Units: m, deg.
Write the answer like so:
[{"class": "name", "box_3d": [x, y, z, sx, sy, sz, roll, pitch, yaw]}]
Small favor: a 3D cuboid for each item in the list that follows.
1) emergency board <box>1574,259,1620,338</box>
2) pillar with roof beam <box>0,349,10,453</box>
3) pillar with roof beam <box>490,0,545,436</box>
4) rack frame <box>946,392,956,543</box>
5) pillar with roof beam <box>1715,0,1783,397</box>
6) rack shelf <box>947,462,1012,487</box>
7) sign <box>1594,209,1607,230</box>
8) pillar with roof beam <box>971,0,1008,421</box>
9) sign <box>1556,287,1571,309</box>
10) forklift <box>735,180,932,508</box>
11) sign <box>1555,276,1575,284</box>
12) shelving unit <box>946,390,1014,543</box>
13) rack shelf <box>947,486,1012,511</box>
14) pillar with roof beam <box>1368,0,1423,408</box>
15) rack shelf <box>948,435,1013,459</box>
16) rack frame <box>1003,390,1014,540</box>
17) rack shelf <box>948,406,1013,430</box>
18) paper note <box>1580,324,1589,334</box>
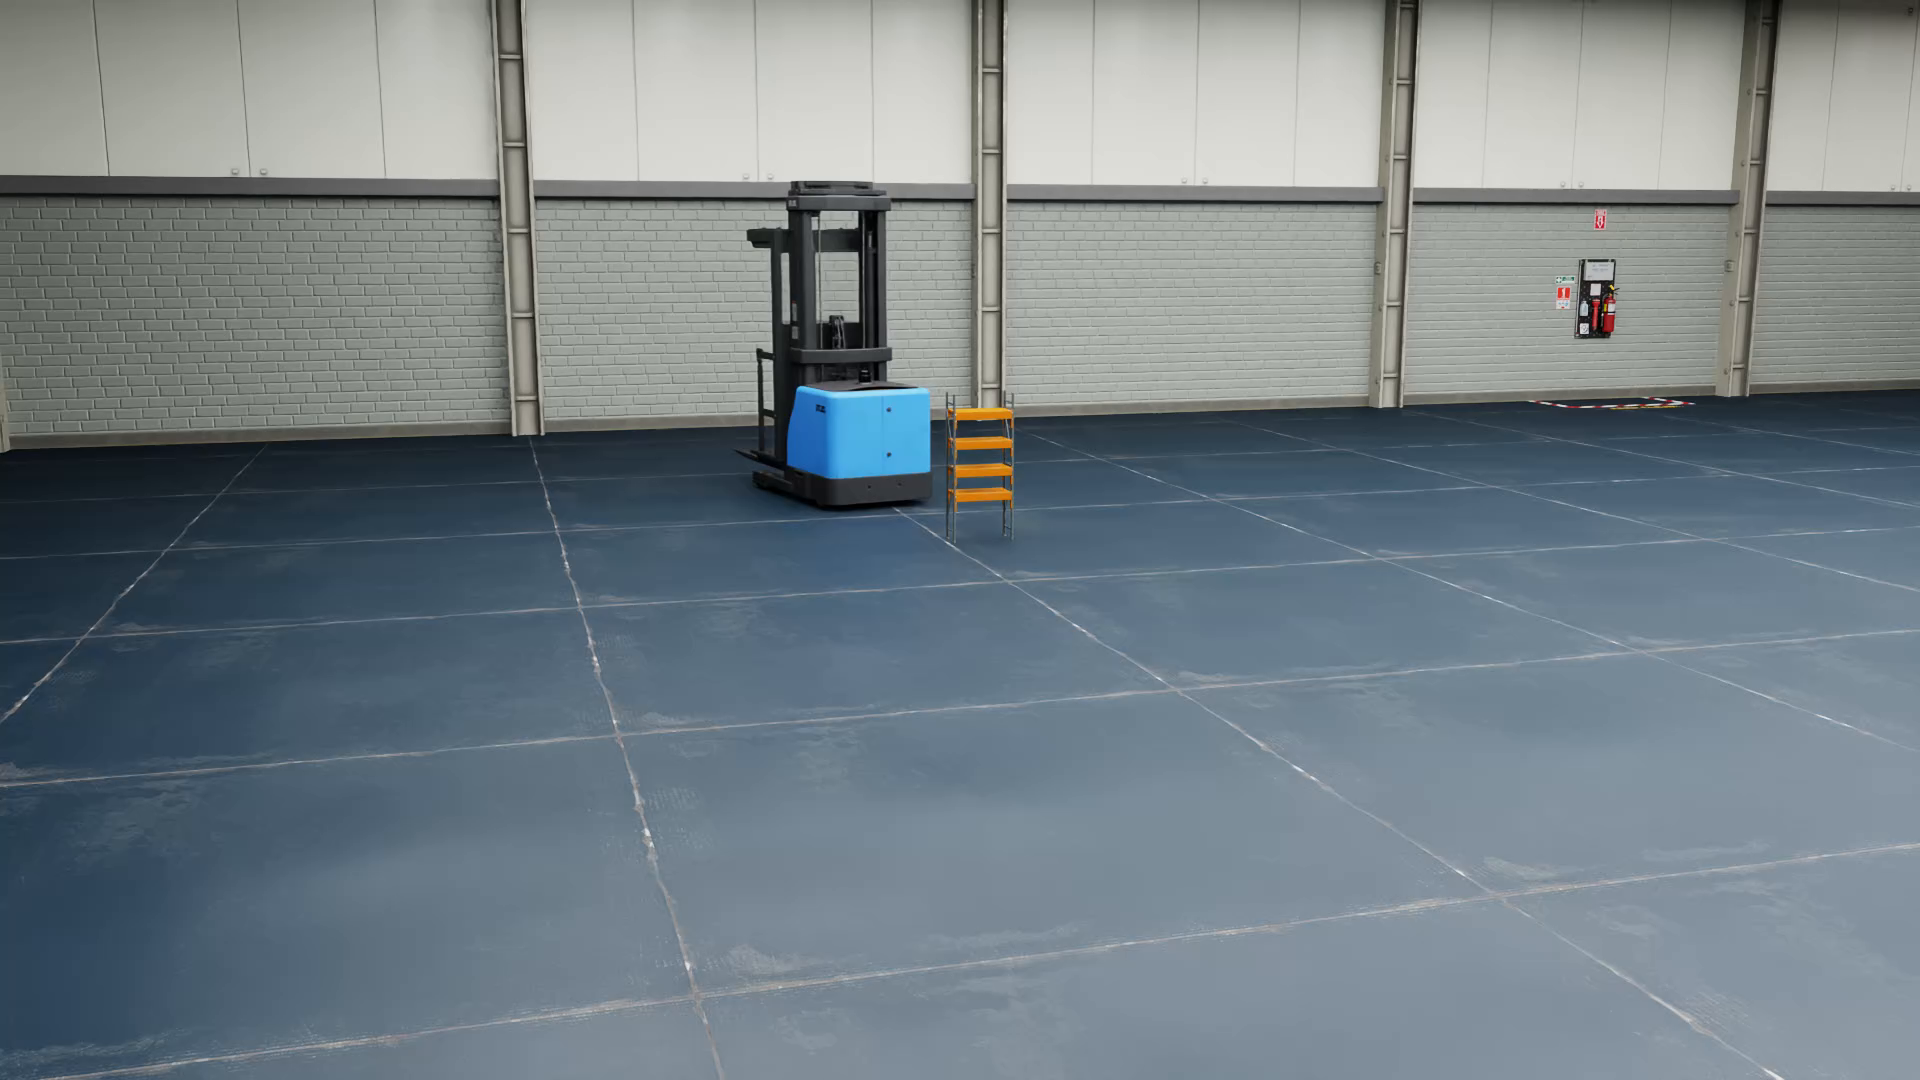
[{"class": "emergency board", "box_3d": [9.519, -3.587, 24.744, 0.643, 1.169, 0.194, -3, 11, -16]}, {"class": "pillar with roof beam", "box_3d": [-9.938, -4.693, 14.182, 0.400, 9.000, 9.100, -3, 11, -16]}, {"class": "pillar with roof beam", "box_3d": [-4.177, -4.996, 15.832, 0.400, 9.000, 9.100, -3, 11, -16]}, {"class": "rack frame", "box_3d": [-0.075, -0.586, 13.416, 0.015, 1.200, 0.240, -3, 11, -16]}, {"class": "pillar with roof beam", "box_3d": [13.106, -5.907, 20.779, 0.400, 9.000, 9.100, -3, 11, -16]}, {"class": "rack shelf", "box_3d": [0.159, -0.532, 13.496, 0.480, 0.148, 0.258, -3, 11, -16]}, {"class": "sign", "box_3d": [9.483, -4.744, 24.626, 0.199, 0.298, 0.001, -3, 11, -16]}, {"class": "pillar with roof beam", "box_3d": [1.584, -5.300, 17.481, 0.400, 9.000, 9.100, -3, 11, -16]}, {"class": "sign", "box_3d": [8.959, -3.594, 24.687, 0.234, 0.329, 0.001, -3, 11, -16]}, {"class": "forklift", "box_3d": [-1.380, -1.959, 16.090, 1.130, 2.935, 3.031, -5, 12, -27]}, {"class": "sign", "box_3d": [8.966, -3.854, 24.632, 0.331, 0.109, 0.001, -3, 11, -16]}, {"class": "shelving unit", "box_3d": [0.159, -0.598, 13.483, 0.503, 1.200, 0.258, -3, 11, -16]}, {"class": "rack shelf", "box_3d": [0.159, -0.337, 13.531, 0.480, 0.148, 0.258, -3, 11, -16]}, {"class": "pillar with roof beam", "box_3d": [7.345, -5.604, 19.130, 0.400, 9.000, 9.100, -3, 11, -16]}, {"class": "rack shelf", "box_3d": [0.159, -0.752, 13.455, 0.480, 0.148, 0.258, -3, 11, -16]}, {"class": "rack frame", "box_3d": [0.393, -0.611, 13.550, 0.015, 1.200, 0.240, -3, 11, -16]}, {"class": "rack shelf", "box_3d": [0.159, -0.985, 13.412, 0.480, 0.148, 0.258, -3, 11, -16]}, {"class": "paper note", "box_3d": [9.330, -3.157, 24.841, 0.142, 0.148, 0.016, -3, 11, -16]}]
